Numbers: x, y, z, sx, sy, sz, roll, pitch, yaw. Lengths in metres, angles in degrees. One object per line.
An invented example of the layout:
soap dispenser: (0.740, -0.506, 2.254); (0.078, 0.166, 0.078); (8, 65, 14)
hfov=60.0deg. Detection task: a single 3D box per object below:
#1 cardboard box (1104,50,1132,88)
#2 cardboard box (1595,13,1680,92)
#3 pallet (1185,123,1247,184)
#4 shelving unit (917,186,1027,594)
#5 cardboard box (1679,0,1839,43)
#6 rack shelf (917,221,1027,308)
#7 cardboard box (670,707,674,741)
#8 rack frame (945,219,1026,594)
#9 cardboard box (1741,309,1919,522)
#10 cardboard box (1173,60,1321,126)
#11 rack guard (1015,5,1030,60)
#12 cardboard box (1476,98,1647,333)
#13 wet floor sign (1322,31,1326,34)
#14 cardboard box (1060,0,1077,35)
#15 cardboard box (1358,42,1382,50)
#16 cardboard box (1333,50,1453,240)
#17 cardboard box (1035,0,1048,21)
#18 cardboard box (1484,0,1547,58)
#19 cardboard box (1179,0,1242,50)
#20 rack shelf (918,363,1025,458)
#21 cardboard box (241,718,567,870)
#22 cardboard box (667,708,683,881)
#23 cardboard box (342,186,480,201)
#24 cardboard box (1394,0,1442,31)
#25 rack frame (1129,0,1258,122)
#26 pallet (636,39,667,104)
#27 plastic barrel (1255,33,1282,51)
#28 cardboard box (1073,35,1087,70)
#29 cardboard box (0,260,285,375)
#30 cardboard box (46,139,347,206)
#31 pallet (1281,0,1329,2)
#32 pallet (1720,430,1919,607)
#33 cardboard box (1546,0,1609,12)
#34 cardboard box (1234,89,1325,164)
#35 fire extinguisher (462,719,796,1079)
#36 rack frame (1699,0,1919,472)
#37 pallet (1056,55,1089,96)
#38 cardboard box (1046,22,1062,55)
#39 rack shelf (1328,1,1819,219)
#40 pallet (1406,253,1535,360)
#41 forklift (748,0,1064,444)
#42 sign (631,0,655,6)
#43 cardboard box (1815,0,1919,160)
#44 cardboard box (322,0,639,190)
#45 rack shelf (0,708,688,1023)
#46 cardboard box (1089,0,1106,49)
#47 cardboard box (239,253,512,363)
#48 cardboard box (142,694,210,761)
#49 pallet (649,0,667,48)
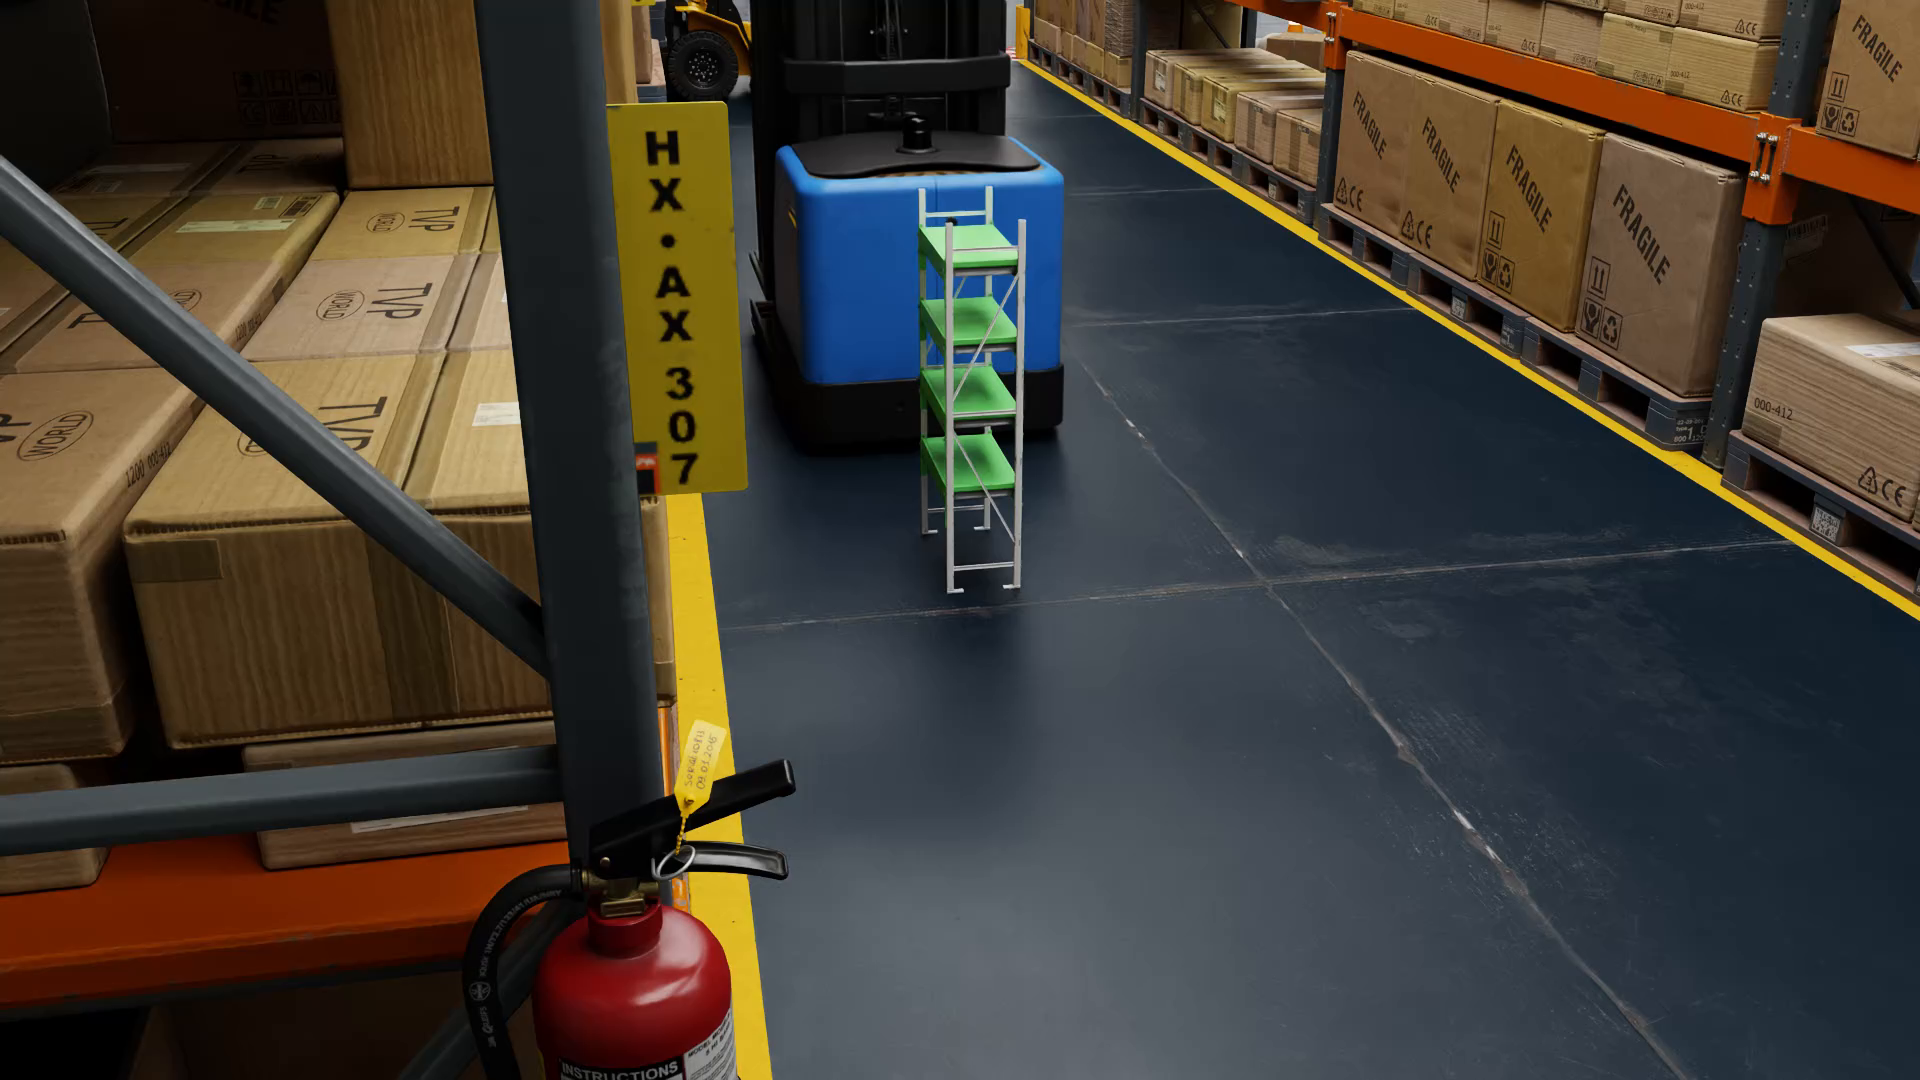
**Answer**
cardboard box: (1.521, -3.986, 14.041); (0.500, 0.250, 0.500); (-3, 24, -7)
cardboard box: (2.950, -1.984, 6.733); (0.500, 0.250, 0.500); (-5, 24, -10)
pallet: (2.269, -2.777, 11.844); (1.003, 0.211, 1.213); (-4, 24, -10)
shelving unit: (0.031, -0.485, 5.361); (0.258, 1.200, 0.503); (-4, 24, -10)
cardboard box: (3.053, -2.011, 6.168); (0.500, 0.250, 0.500); (-4, 24, -10)
rack shelf: (0.031, -0.866, 5.194); (0.258, 0.148, 0.480); (-4, 24, -10)
cardboard box: (-1.096, 0.206, 4.130); (0.700, 0.500, 0.500); (-5, 24, -12)
rack frame: (0.076, -0.389, 5.141); (0.240, 1.200, 0.015); (-4, 24, -10)
cardboard box: (3.384, -0.458, 5.728); (0.875, 0.438, 0.875); (-5, 24, -11)
cardboard box: (2.130, -3.341, 12.410); (0.950, 0.372, 0.625); (-3, 24, -6)
rack guard: (1.169, -5.239, 17.122); (1.175, 0.500, 0.348); (-4, 24, -10)
cardboard box: (3.006, -1.506, 7.581); (0.875, 0.875, 0.875); (-4, 24, -8)
wet floor sign: (4.049, -5.607, 17.781); (0.267, 0.644, 0.232); (-9, 25, -19)
cardboard box: (1.223, -4.940, 15.288); (0.500, 0.500, 0.500); (-4, 24, -9)
cardboard box: (3.638, -4.186, 13.765); (0.500, 0.500, 0.500); (-4, 24, -10)
cardboard box: (2.680, -2.209, 9.190); (0.875, 0.875, 0.875); (-5, 24, -10)
cardboard box: (1.037, -5.344, 16.211); (0.500, 0.500, 0.500); (-5, 24, -12)
cardboard box: (2.775, -2.387, 7.655); (0.500, 0.250, 0.500); (-4, 24, -10)
cardboard box: (2.051, -4.370, 13.981); (0.500, 0.500, 0.500); (-3, 24, -7)
rack shelf: (0.031, -0.426, 5.386); (0.258, 0.148, 0.480); (-4, 24, -10)
cardboard box: (-0.555, 0.213, 1.828); (0.380, 0.149, 0.250); (-4, 24, -10)
cardboard box: (-0.904, 0.614, 3.195); (0.700, 0.500, 0.500); (-3, 24, -8)
cardboard box: (-0.889, -0.616, 3.227); (0.500, 0.250, 0.500); (-5, 24, -11)
cardboard box: (2.589, -2.788, 8.572); (0.500, 0.250, 0.500); (-5, 24, -11)
rack frame: (1.894, -4.841, 13.087); (1.000, 3.000, 0.127); (-4, 24, -10)
pallet: (-1.544, -1.560, 5.815); (1.003, 0.211, 1.213); (-4, 24, -10)
plastic barrel: (3.024, -4.534, 15.602); (0.512, 0.421, 0.421); (13, 27, 27)
cardboard box: (1.323, -4.396, 14.977); (0.500, 0.250, 0.500); (-4, 24, -9)
cardboard box: (-1.204, -0.184, 2.240); (0.500, 0.250, 0.500); (-4, 24, -10)
cardboard box: (-1.388, -0.585, 3.158); (0.500, 0.250, 0.500); (-4, 24, -10)
pallet: (2.397, -3.453, 10.147); (1.213, 0.211, 1.003); (-4, 24, -10)
pallet: (3.437, -0.112, 5.743); (1.003, 0.211, 1.213); (-4, 24, -10)
cardboard box: (2.852, -2.410, 7.083); (0.500, 0.250, 0.500); (-4, 24, -8)
cardboard box: (2.395, -2.769, 11.101); (0.950, 0.372, 0.625); (-5, 24, -11)
fire extinguisher: (-0.283, 0.477, 1.472); (0.296, 0.674, 0.183); (-4, 24, -10)
rack frame: (3.374, -1.695, 5.883); (1.000, 3.000, 0.127); (-4, 24, -10)
pallet: (1.506, -4.306, 15.345); (1.003, 0.211, 1.213); (-4, 24, -10)
cardboard box: (1.119, -4.808, 15.922); (0.500, 0.250, 0.500); (-3, 24, -8)
rack shelf: (3.004, -2.152, 7.828); (1.077, 0.370, 4.000); (-4, 24, -10)
pallet: (2.928, -1.196, 8.224); (1.003, 0.211, 1.213); (-4, 24, -10)
forklift: (-0.394, -2.275, 7.298); (1.130, 2.935, 3.031); (-5, 24, -11)
sign: (-0.972, -1.766, 4.964); (0.100, 0.325, 0.005); (-4, 24, -10)
cardboard box: (3.203, -1.537, 5.396); (0.500, 0.500, 0.500); (-4, 24, -8)
cardboard box: (-0.861, -0.952, 3.061); (0.500, 0.500, 0.500); (-4, 24, -8)
rack shelf: (-1.134, -0.210, 3.381); (1.077, 0.370, 4.000); (-4, 24, -10)
cardboard box: (1.425, -4.530, 14.349); (0.500, 0.500, 0.500); (-4, 24, -9)
cardboard box: (-0.677, -0.217, 2.314); (0.500, 0.250, 0.500); (-4, 24, -9)
cardboard box: (-1.076, 0.148, 1.978); (0.380, 0.149, 0.250); (-4, 24, -8)
pallet: (-2.049, -2.550, 8.080); (1.213, 0.211, 1.003); (-4, 24, -10)
